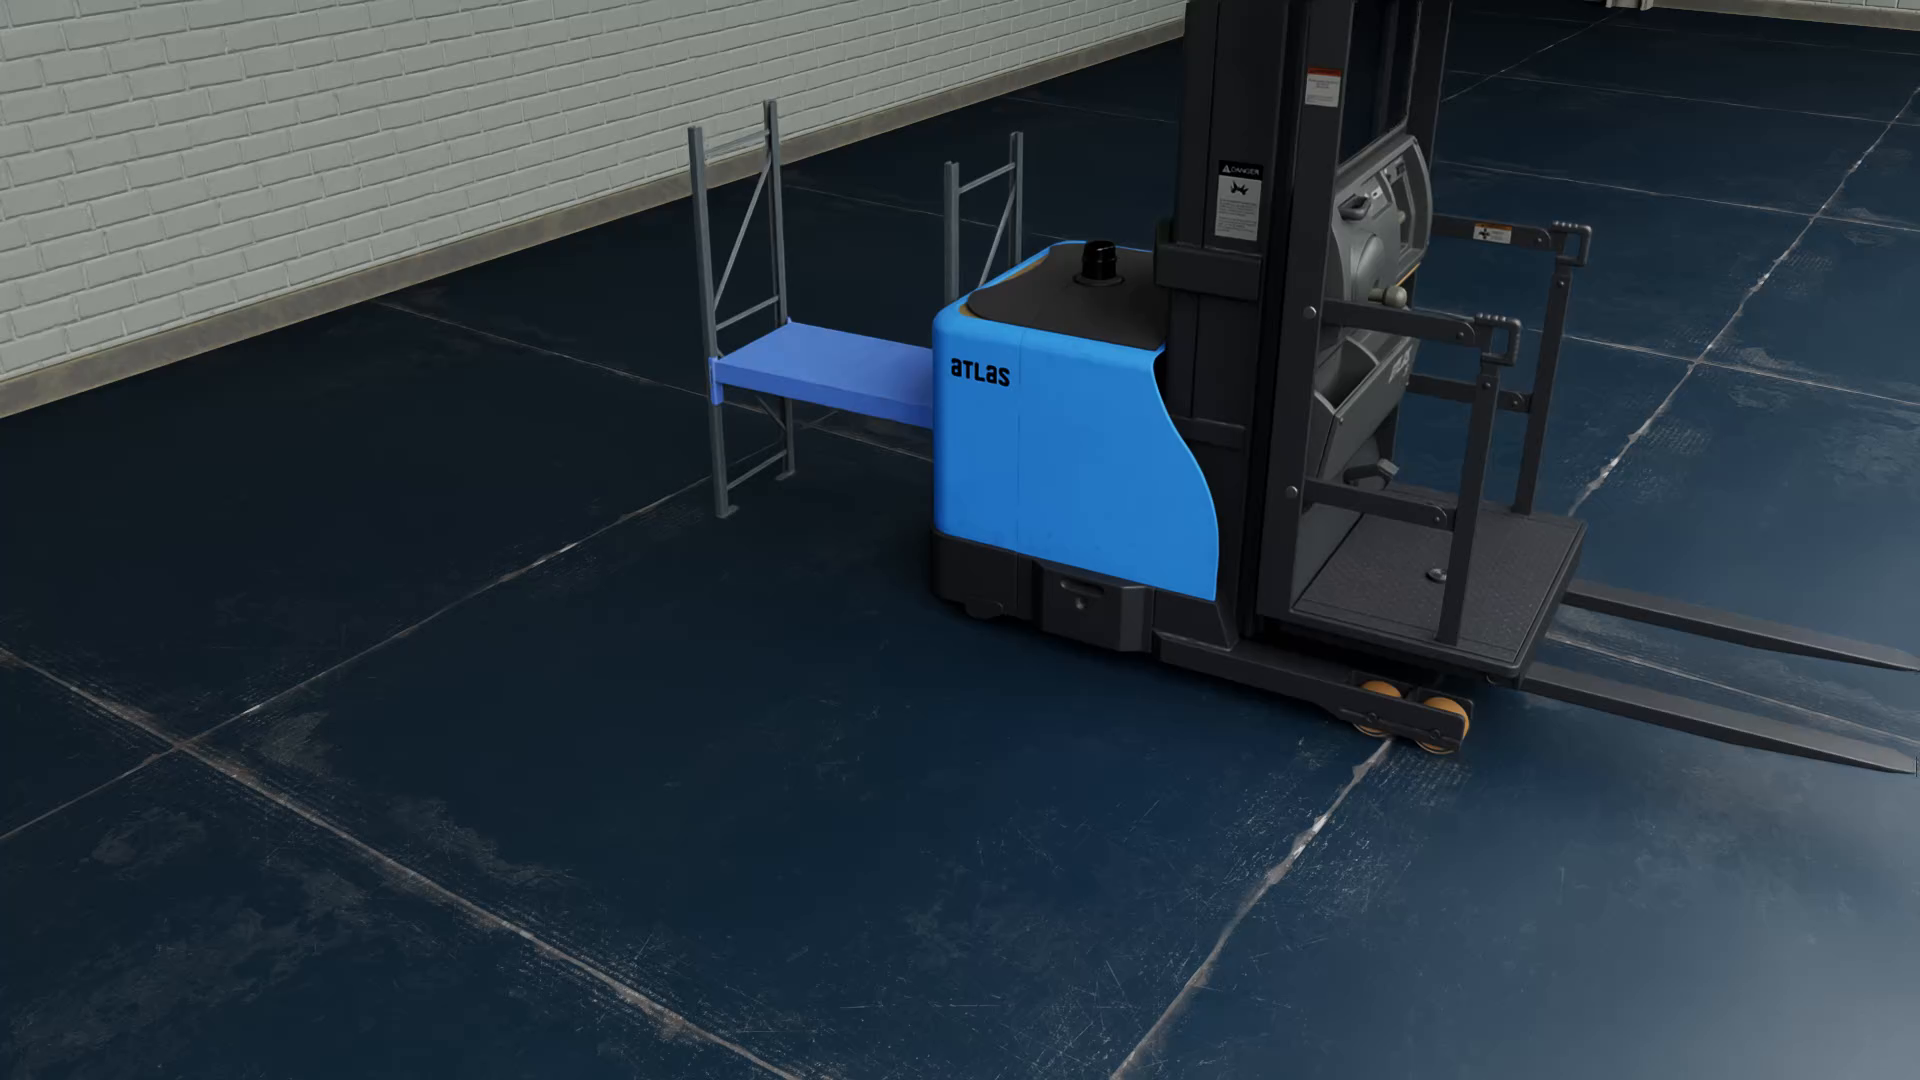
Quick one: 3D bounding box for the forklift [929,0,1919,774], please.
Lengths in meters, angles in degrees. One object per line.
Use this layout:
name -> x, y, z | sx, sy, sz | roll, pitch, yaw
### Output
forklift -> 1.435, -0.940, 4.865 | 3.031, 2.935, 1.130 | 14, 30, 26

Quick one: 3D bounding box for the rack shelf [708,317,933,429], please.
rack shelf -> -0.363, -0.579, 6.130 | 1.000, 0.185, 0.538 | 14, 30, 26

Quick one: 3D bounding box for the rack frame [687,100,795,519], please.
rack frame -> -0.807, -0.851, 6.268 | 0.032, 1.500, 0.500 | 14, 30, 26

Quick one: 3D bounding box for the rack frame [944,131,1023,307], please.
rack frame -> 0.082, -0.627, 5.829 | 0.032, 1.500, 0.500 | 14, 30, 26

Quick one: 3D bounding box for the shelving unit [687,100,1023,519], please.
shelving unit -> -0.363, -0.739, 6.049 | 1.048, 1.500, 0.538 | 14, 30, 26

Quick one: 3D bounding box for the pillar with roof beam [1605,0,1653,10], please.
pillar with roof beam -> 4.368, -7.828, 11.710 | 0.400, 9.000, 9.100 | 17, 32, 30
